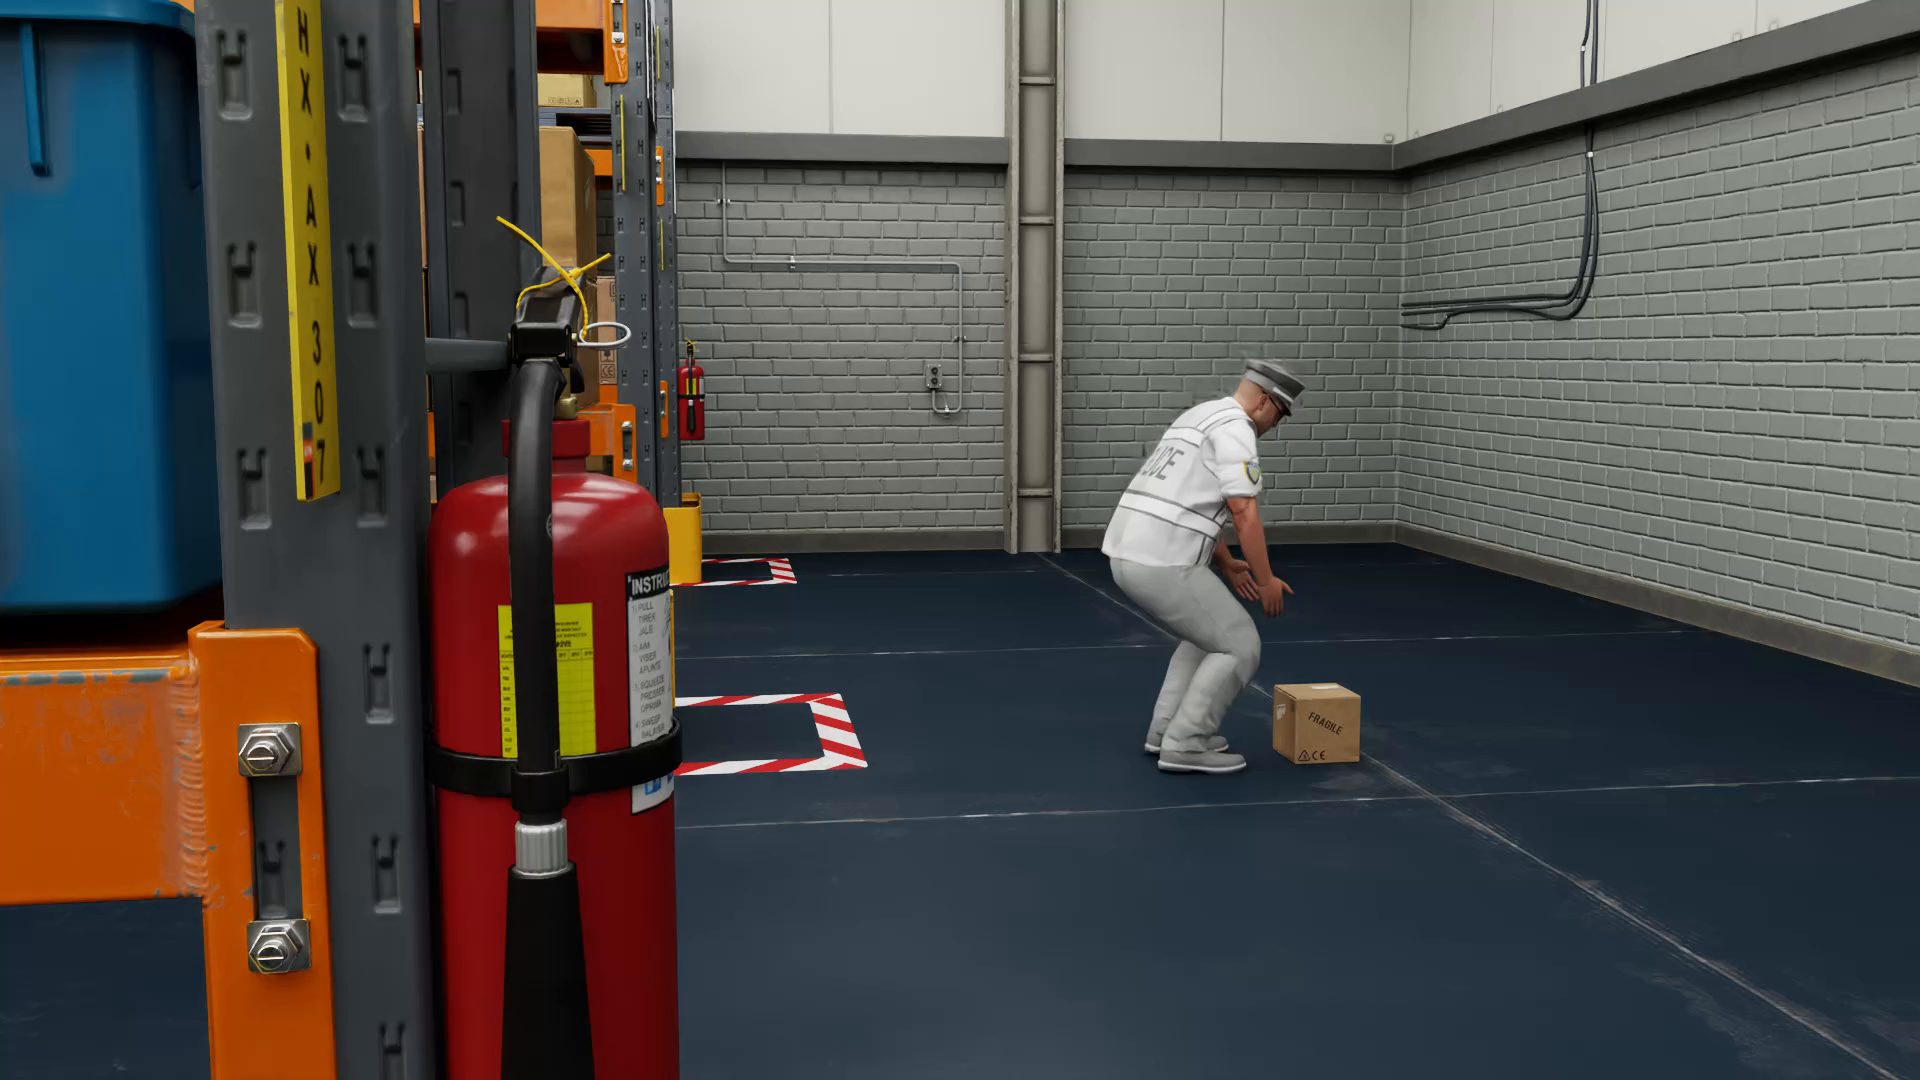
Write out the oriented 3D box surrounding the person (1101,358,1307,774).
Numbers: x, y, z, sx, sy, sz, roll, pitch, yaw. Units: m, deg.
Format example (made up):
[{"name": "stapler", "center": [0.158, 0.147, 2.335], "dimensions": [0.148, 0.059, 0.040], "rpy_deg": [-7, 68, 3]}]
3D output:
[{"name": "person", "center": [0.906, 0.081, 6.151], "dimensions": [0.743, 1.496, 0.588], "rpy_deg": [-1, 7, -8]}]
